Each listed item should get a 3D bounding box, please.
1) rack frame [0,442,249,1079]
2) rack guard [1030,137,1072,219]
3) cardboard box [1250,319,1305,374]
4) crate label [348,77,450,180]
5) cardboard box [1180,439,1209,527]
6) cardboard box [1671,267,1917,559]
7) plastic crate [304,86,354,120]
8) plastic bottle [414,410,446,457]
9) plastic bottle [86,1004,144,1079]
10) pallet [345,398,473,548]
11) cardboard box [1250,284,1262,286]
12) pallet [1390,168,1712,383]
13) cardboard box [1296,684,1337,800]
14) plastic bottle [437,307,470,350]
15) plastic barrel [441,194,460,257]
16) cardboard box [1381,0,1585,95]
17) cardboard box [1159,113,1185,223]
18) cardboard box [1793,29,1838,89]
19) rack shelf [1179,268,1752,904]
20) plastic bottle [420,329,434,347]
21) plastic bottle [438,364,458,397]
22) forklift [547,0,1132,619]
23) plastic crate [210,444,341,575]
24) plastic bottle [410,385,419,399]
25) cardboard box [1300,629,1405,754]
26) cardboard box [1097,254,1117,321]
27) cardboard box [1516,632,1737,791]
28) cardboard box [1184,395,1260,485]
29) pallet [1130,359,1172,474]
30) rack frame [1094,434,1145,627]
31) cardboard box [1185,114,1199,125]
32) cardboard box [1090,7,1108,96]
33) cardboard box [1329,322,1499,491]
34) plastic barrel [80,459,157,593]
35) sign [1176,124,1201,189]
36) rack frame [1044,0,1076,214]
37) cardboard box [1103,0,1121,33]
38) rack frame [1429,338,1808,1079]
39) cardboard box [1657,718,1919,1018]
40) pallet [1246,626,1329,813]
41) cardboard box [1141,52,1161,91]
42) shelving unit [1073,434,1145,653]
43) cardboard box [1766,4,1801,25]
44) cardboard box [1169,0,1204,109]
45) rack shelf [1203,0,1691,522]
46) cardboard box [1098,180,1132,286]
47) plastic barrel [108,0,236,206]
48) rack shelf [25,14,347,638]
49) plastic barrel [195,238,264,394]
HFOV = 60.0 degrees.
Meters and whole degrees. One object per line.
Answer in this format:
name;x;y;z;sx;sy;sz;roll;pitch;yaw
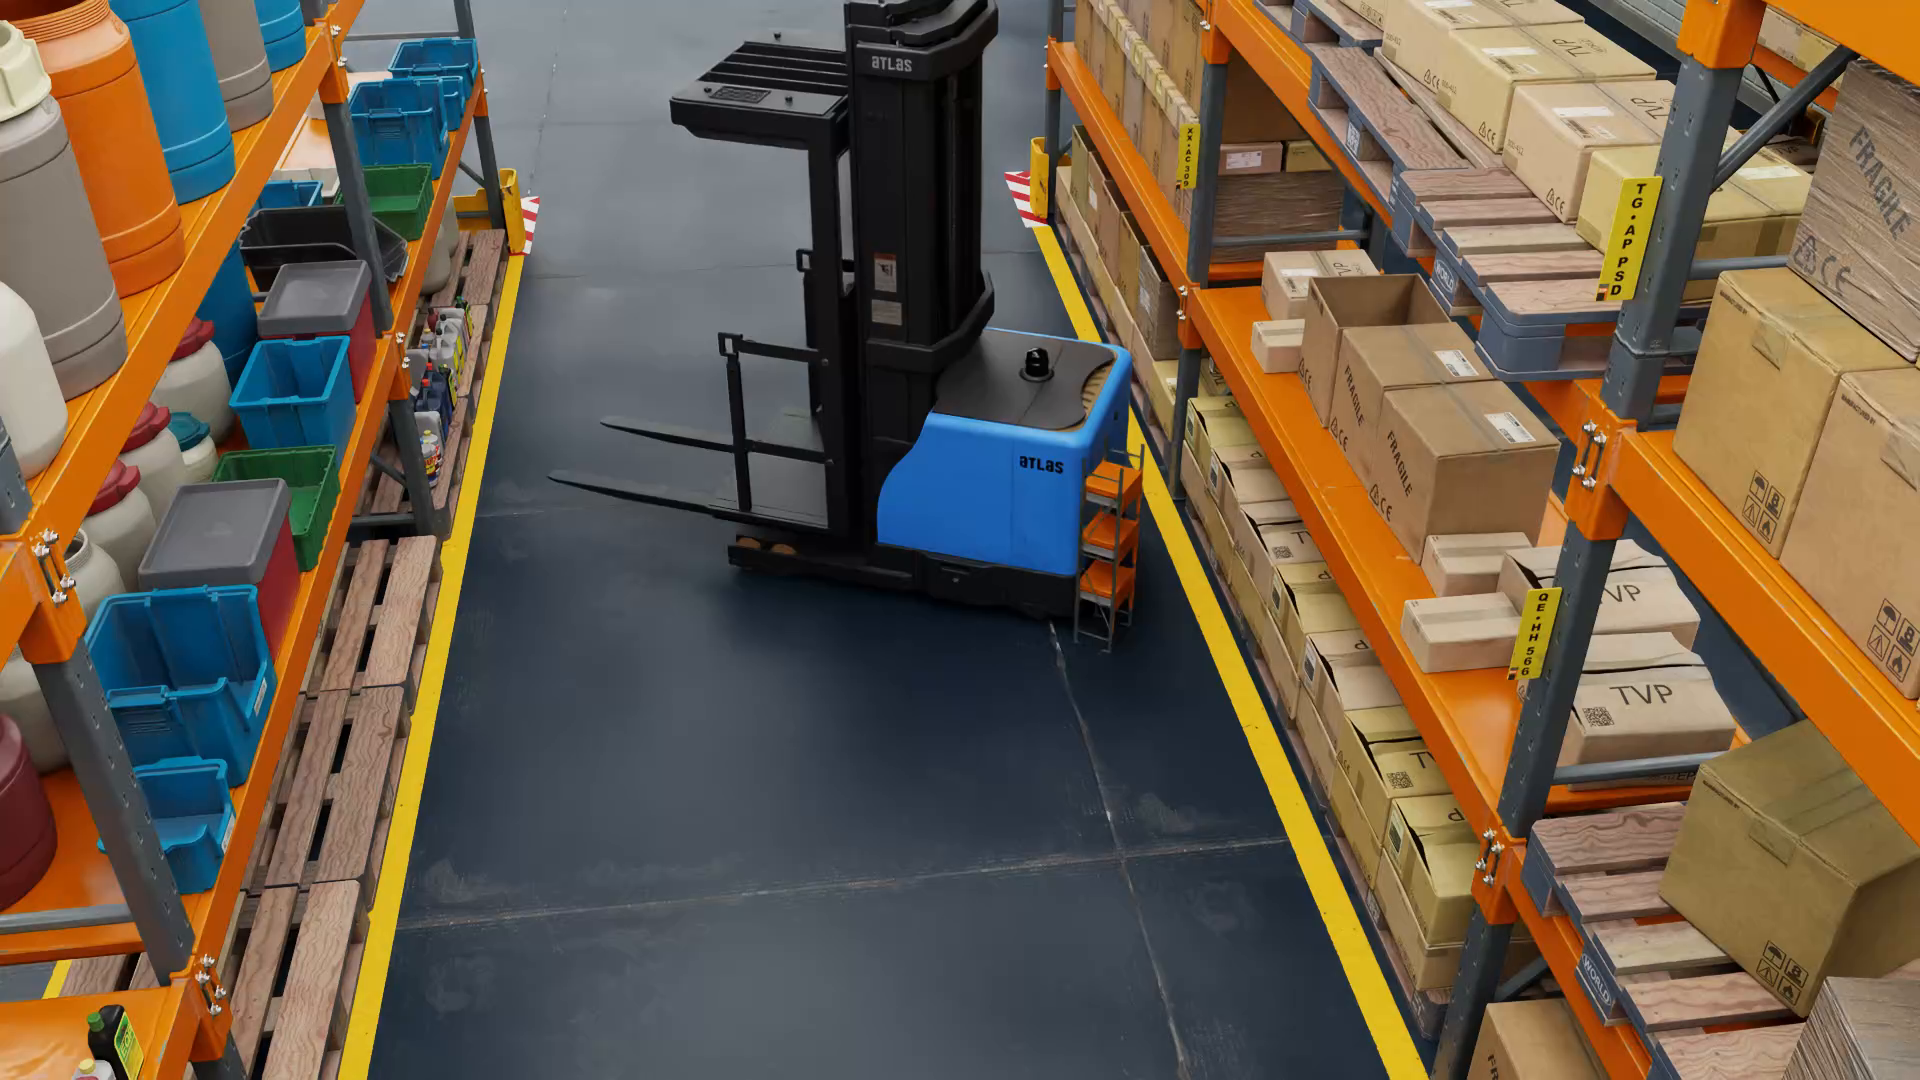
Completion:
rack frame;-2.707;1.081;4.629;1.000;3.000;0.127;-4;35;-6
rack guard;1.123;-2.737;12.451;1.175;0.500;0.348;-4;35;-6
cardboard box;1.581;-0.911;7.775;0.380;0.149;0.250;-4;35;-6
crate label;-3.267;-2.392;9.693;0.502;0.435;0.616;-4;35;-6
cardboard box;1.473;-0.318;8.750;0.500;0.250;0.500;-5;35;-8
cardboard box;2.294;-0.332;3.950;0.910;0.500;0.500;-4;35;-6
plastic crate;-3.981;-2.751;10.486;0.298;0.136;0.250;-4;35;-6
plastic bottle;-2.924;-0.597;9.119;0.152;0.276;0.135;-3;34;-5
plastic bottle;-2.230;1.322;4.378;0.061;0.283;0.133;-4;35;-6
pallet;-3.294;-0.377;9.245;1.003;0.211;1.213;-4;35;-6
cardboard box;1.912;-1.154;9.312;0.500;0.500;0.500;-4;35;-6
pallet;2.022;-0.826;4.931;1.213;0.211;1.003;-3;34;-4
cardboard box;1.752;0.827;7.070;0.500;0.250;0.500;-4;34;-5
plastic bottle;-3.095;-1.306;10.159;0.152;0.276;0.135;-4;34;-6
plastic barrel;-3.619;-2.168;11.232;0.421;0.512;0.421;0;34;0
cardboard box;1.860;-1.804;5.959;0.500;0.250;0.500;-7;35;-10
cardboard box;1.521;-2.107;9.218;0.700;0.500;0.500;-5;35;-7
cardboard box;5.932;-3.210;11.041;0.500;0.250;0.500;-5;35;-7
rack shelf;1.933;-0.111;7.017;1.077;0.370;4.000;-4;35;-6
plastic bottle;-3.197;-1.177;10.037;0.097;0.201;0.097;0;34;0
plastic bottle;-2.982;-0.924;9.665;0.097;0.201;0.097;0;34;0
forklift;-0.691;-1.295;8.176;3.031;2.935;1.130;10;36;14
plastic crate;-2.731;-0.113;6.570;0.450;0.188;0.662;-4;35;-6
plastic bottle;-3.081;-0.759;9.362;0.097;0.271;0.097;0;34;0
cardboard box;1.746;0.593;6.915;0.500;0.311;0.500;-5;35;-7
cardboard box;1.178;-1.641;10.691;0.500;0.250;0.500;-4;35;-6
cardboard box;2.196;0.538;5.505;0.500;0.311;0.500;-2;34;-3
cardboard box;1.473;-0.544;8.584;0.500;0.311;0.500;-4;35;-6
pallet;1.599;-0.819;9.893;1.003;0.211;1.213;-4;35;-6
rack frame;0.762;-0.032;7.993;0.200;1.050;0.008;17;38;23
cardboard box;1.384;-2.108;8.643;0.380;0.149;0.250;-5;35;-7
cardboard box;1.252;-3.244;10.886;0.700;0.500;0.500;-4;34;-5
cardboard box;1.889;-0.563;6.952;0.500;0.500;0.500;-4;35;-6
plastic barrel;-3.177;-0.006;6.104;0.433;0.535;0.433;0;34;0
sign;1.114;-1.872;8.123;0.100;0.325;0.005;-4;35;-6
rack frame;1.126;-3.757;11.728;1.000;3.000;0.127;-4;35;-6
cardboard box;1.106;-3.255;10.326;0.380;0.149;0.250;-5;35;-8
rack frame;2.202;0.708;5.177;1.000;3.000;0.127;-4;35;-6
cardboard box;2.398;0.836;4.527;0.700;0.500;0.500;-16;37;-22
pallet;1.969;0.718;7.637;1.003;0.211;1.213;-4;35;-6
cardboard box;1.246;-2.678;9.480;0.380;0.149;0.250;-3;34;-5
shelving unit;0.704;0.028;7.904;0.215;1.050;0.252;17;38;23
cardboard box;5.857;-3.824;11.276;0.500;0.500;0.500;-4;35;-6
cardboard box;1.529;-2.631;8.835;0.700;0.500;0.500;-4;35;-6
rack shelf;1.933;-1.351;6.172;1.077;0.370;4.000;-4;35;-6
cardboard box;1.177;-1.951;10.480;0.500;0.500;0.500;-4;35;-6
plastic barrel;-2.785;-1.601;5.455;0.600;0.901;0.708;-4;35;-6
rack shelf;-2.976;-0.978;5.625;1.077;0.370;4.000;-4;35;-6
plastic barrel;-3.493;-1.120;7.414;0.600;0.901;0.708;-4;35;-6
